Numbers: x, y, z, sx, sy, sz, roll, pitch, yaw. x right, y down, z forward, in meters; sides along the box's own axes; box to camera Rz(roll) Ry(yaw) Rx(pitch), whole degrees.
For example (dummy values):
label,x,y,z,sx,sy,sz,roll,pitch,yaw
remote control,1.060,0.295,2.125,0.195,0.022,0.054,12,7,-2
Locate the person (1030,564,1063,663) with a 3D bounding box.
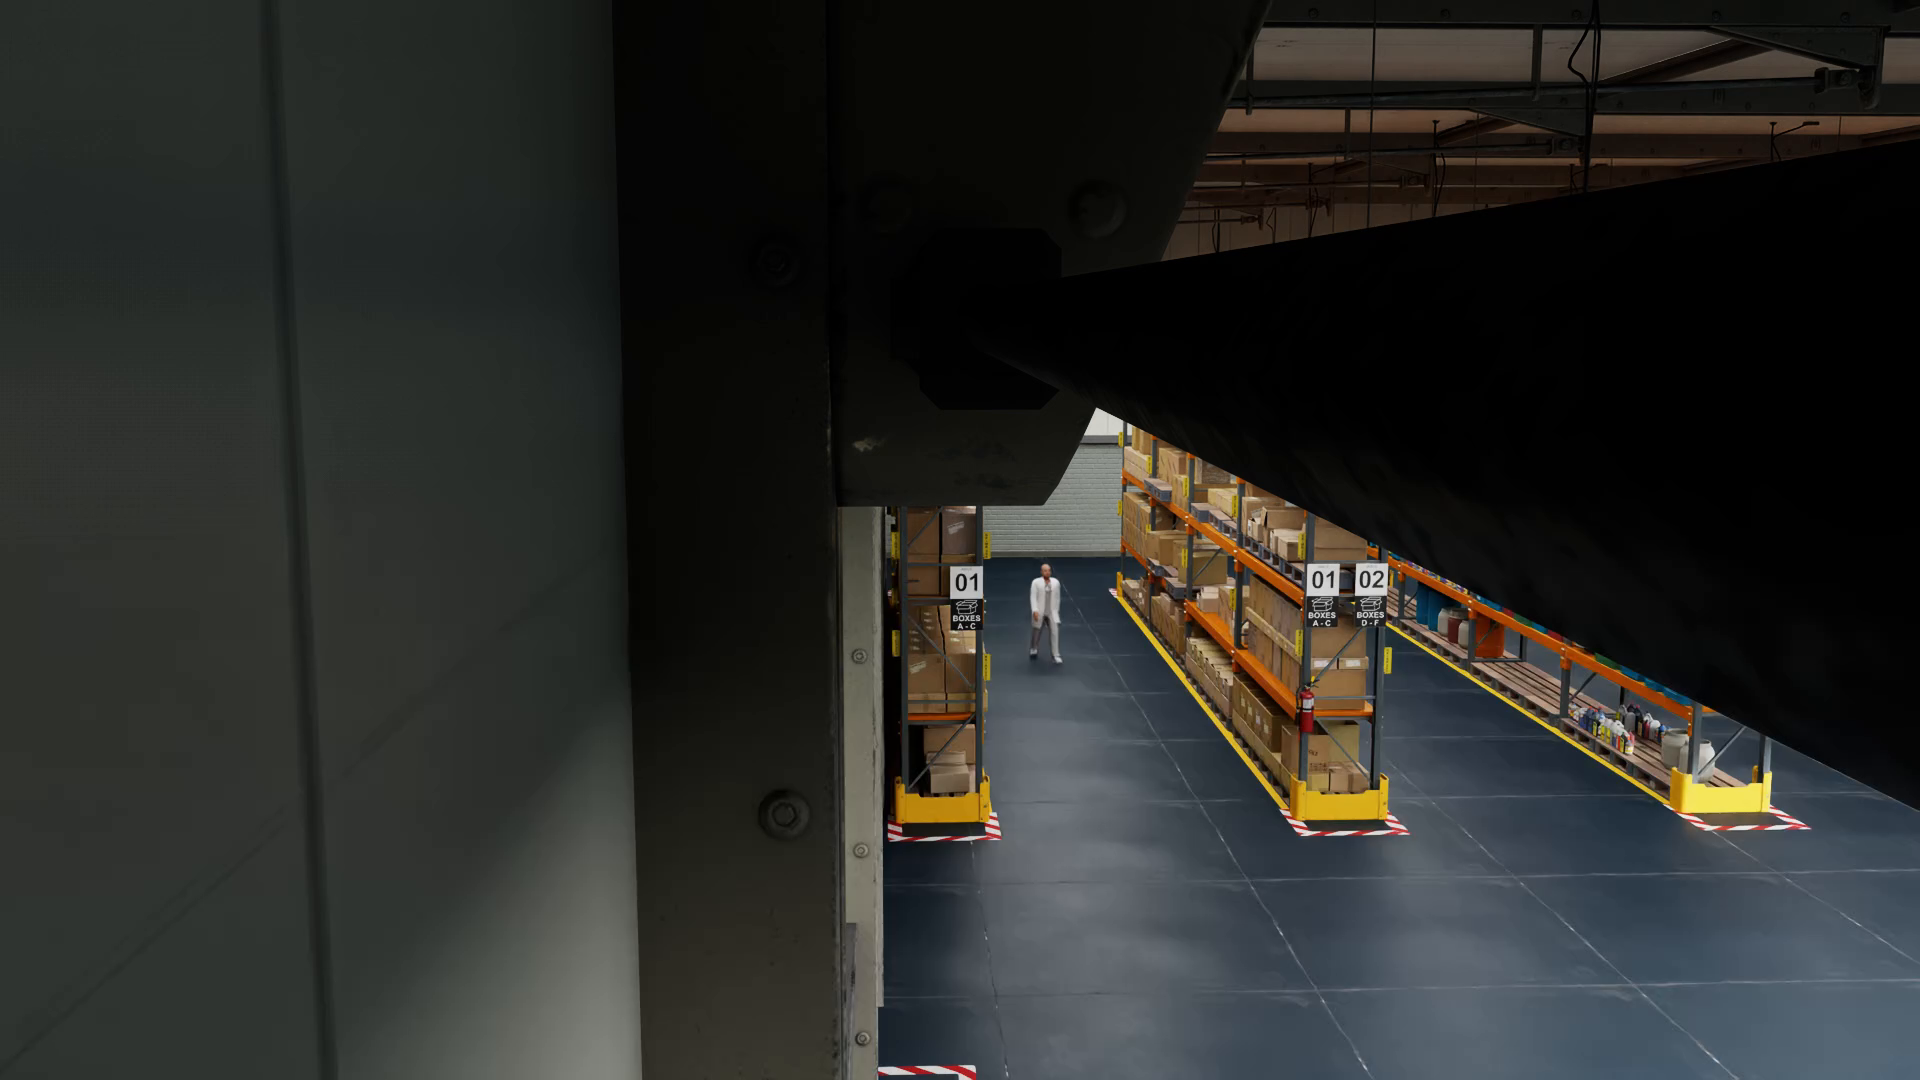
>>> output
label,x,y,z,sx,sy,sz,roll,pitch,yaw
person,1.535,1.292,29.669,0.581,1.726,1.144,-2,8,-12
